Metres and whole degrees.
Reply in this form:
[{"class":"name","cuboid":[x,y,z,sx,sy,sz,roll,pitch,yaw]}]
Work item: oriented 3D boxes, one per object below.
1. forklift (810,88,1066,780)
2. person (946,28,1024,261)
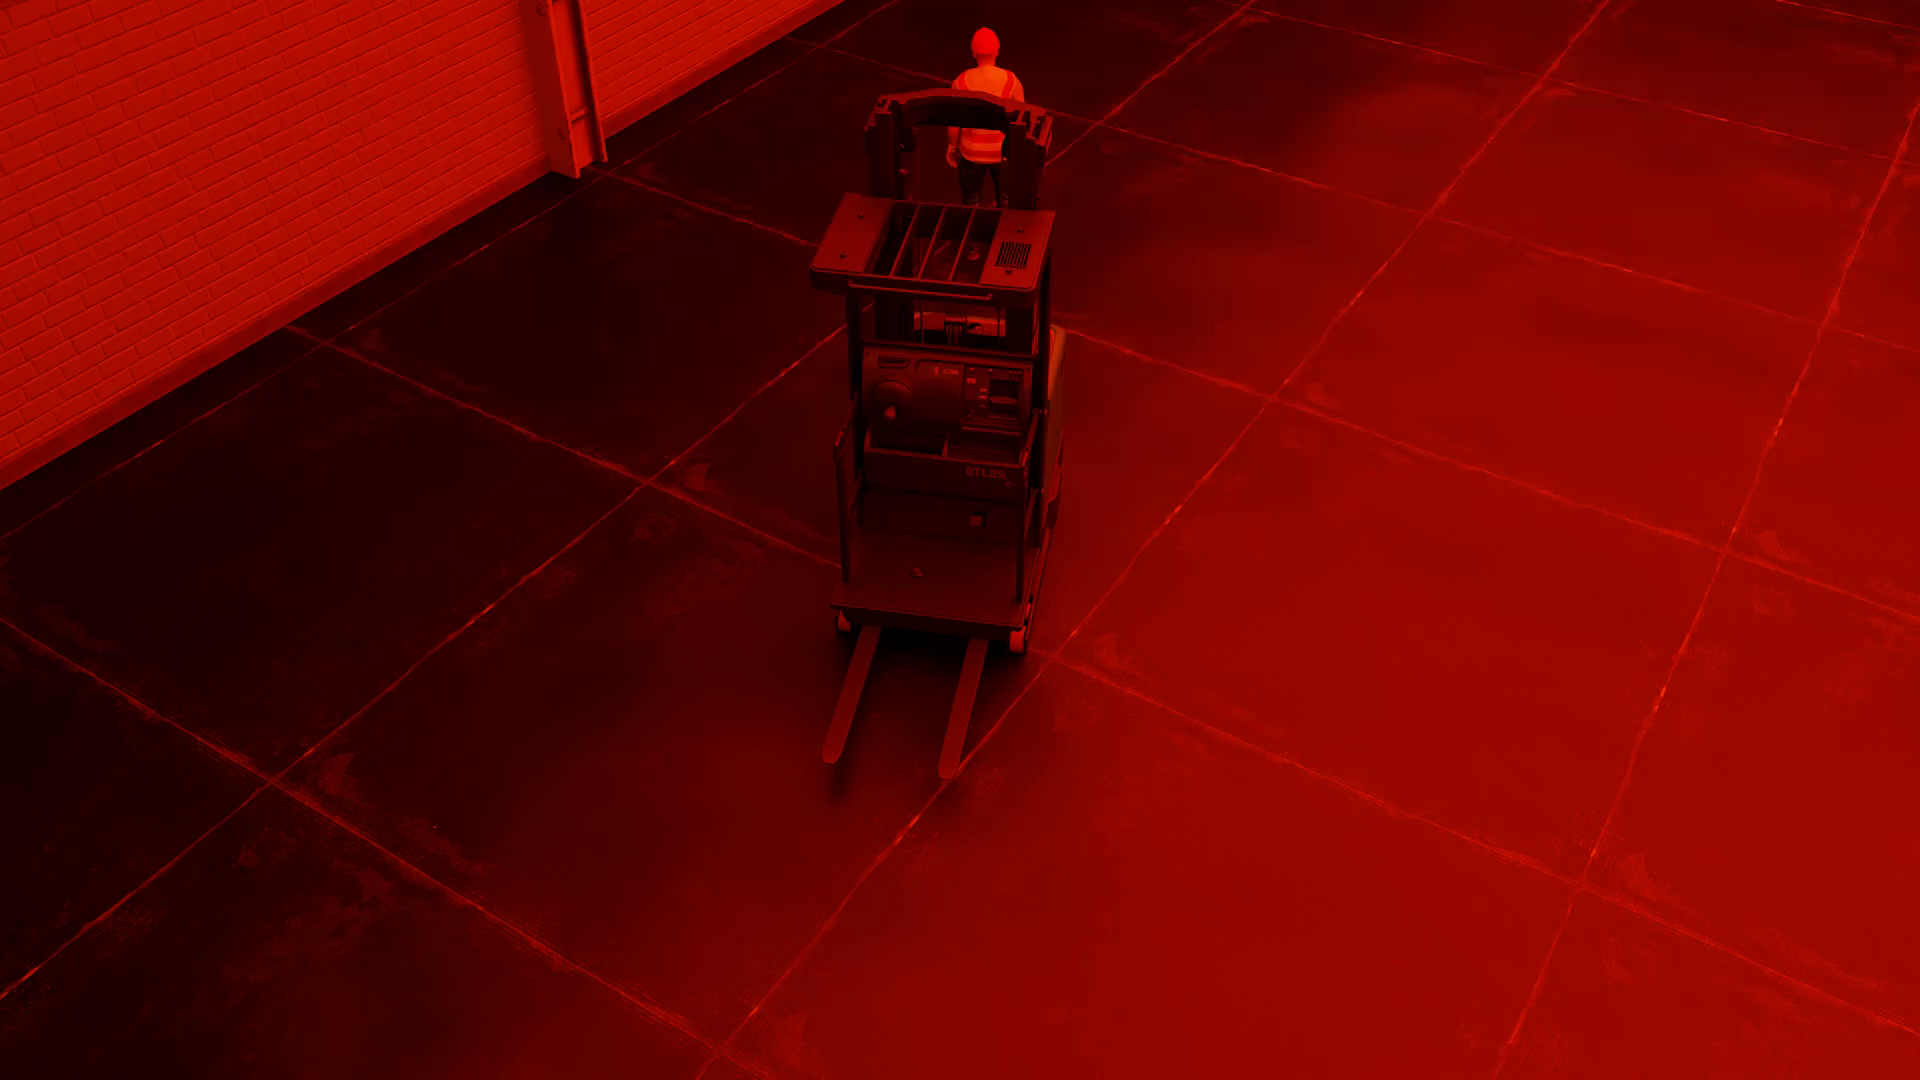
[{"class":"forklift","cuboid":[-0.108,-0.731,8.830,1.130,2.935,3.031,7,41,8]},{"class":"person","cuboid":[0.202,-2.890,12.272,0.608,1.777,0.454,2,40,2]}]
